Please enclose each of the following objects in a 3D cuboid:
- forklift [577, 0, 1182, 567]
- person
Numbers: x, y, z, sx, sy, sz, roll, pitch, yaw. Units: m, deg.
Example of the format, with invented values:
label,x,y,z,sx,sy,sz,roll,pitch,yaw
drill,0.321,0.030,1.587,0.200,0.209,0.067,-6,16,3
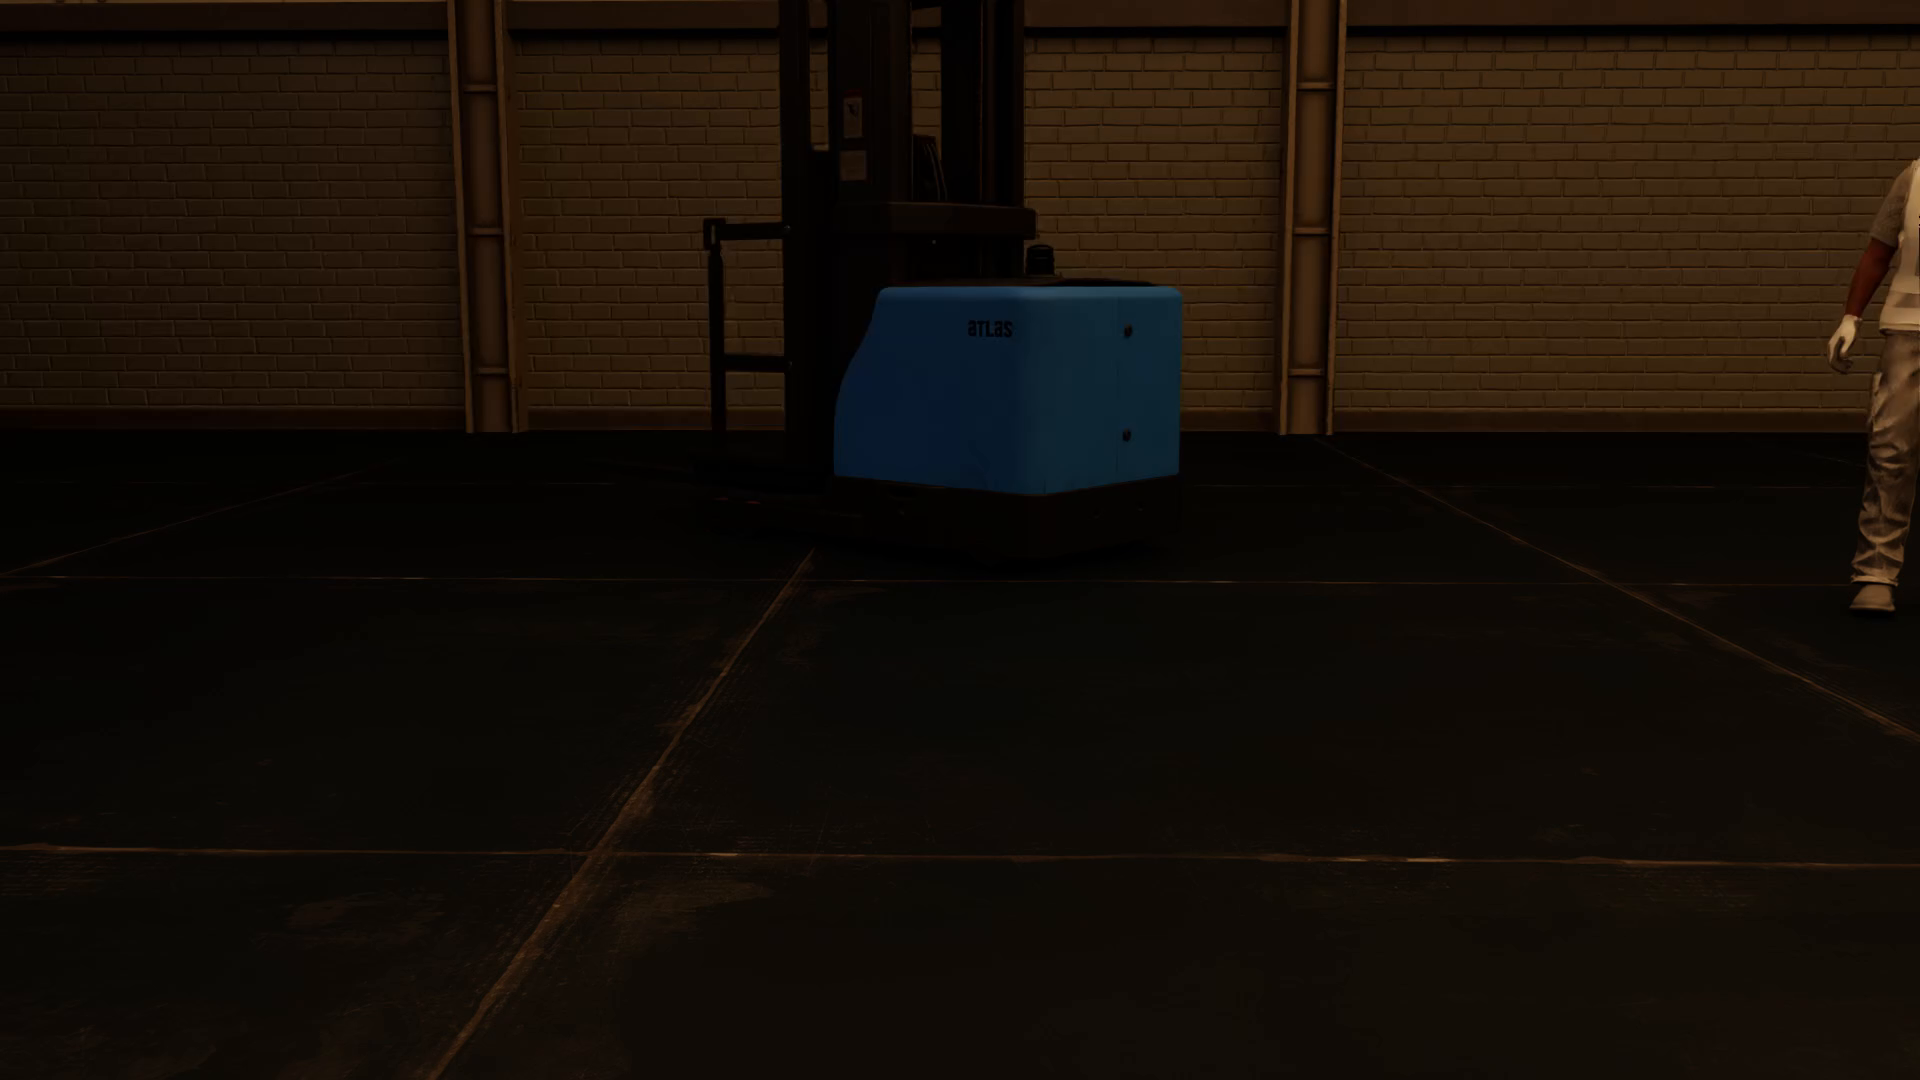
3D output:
label,x,y,z,sx,sy,sz,roll,pitch,yaw
forklift,-0.527,-1.508,7.294,3.031,2.935,1.130,7,11,40
person,3.222,-0.638,5.418,0.733,1.781,0.457,6,11,35
